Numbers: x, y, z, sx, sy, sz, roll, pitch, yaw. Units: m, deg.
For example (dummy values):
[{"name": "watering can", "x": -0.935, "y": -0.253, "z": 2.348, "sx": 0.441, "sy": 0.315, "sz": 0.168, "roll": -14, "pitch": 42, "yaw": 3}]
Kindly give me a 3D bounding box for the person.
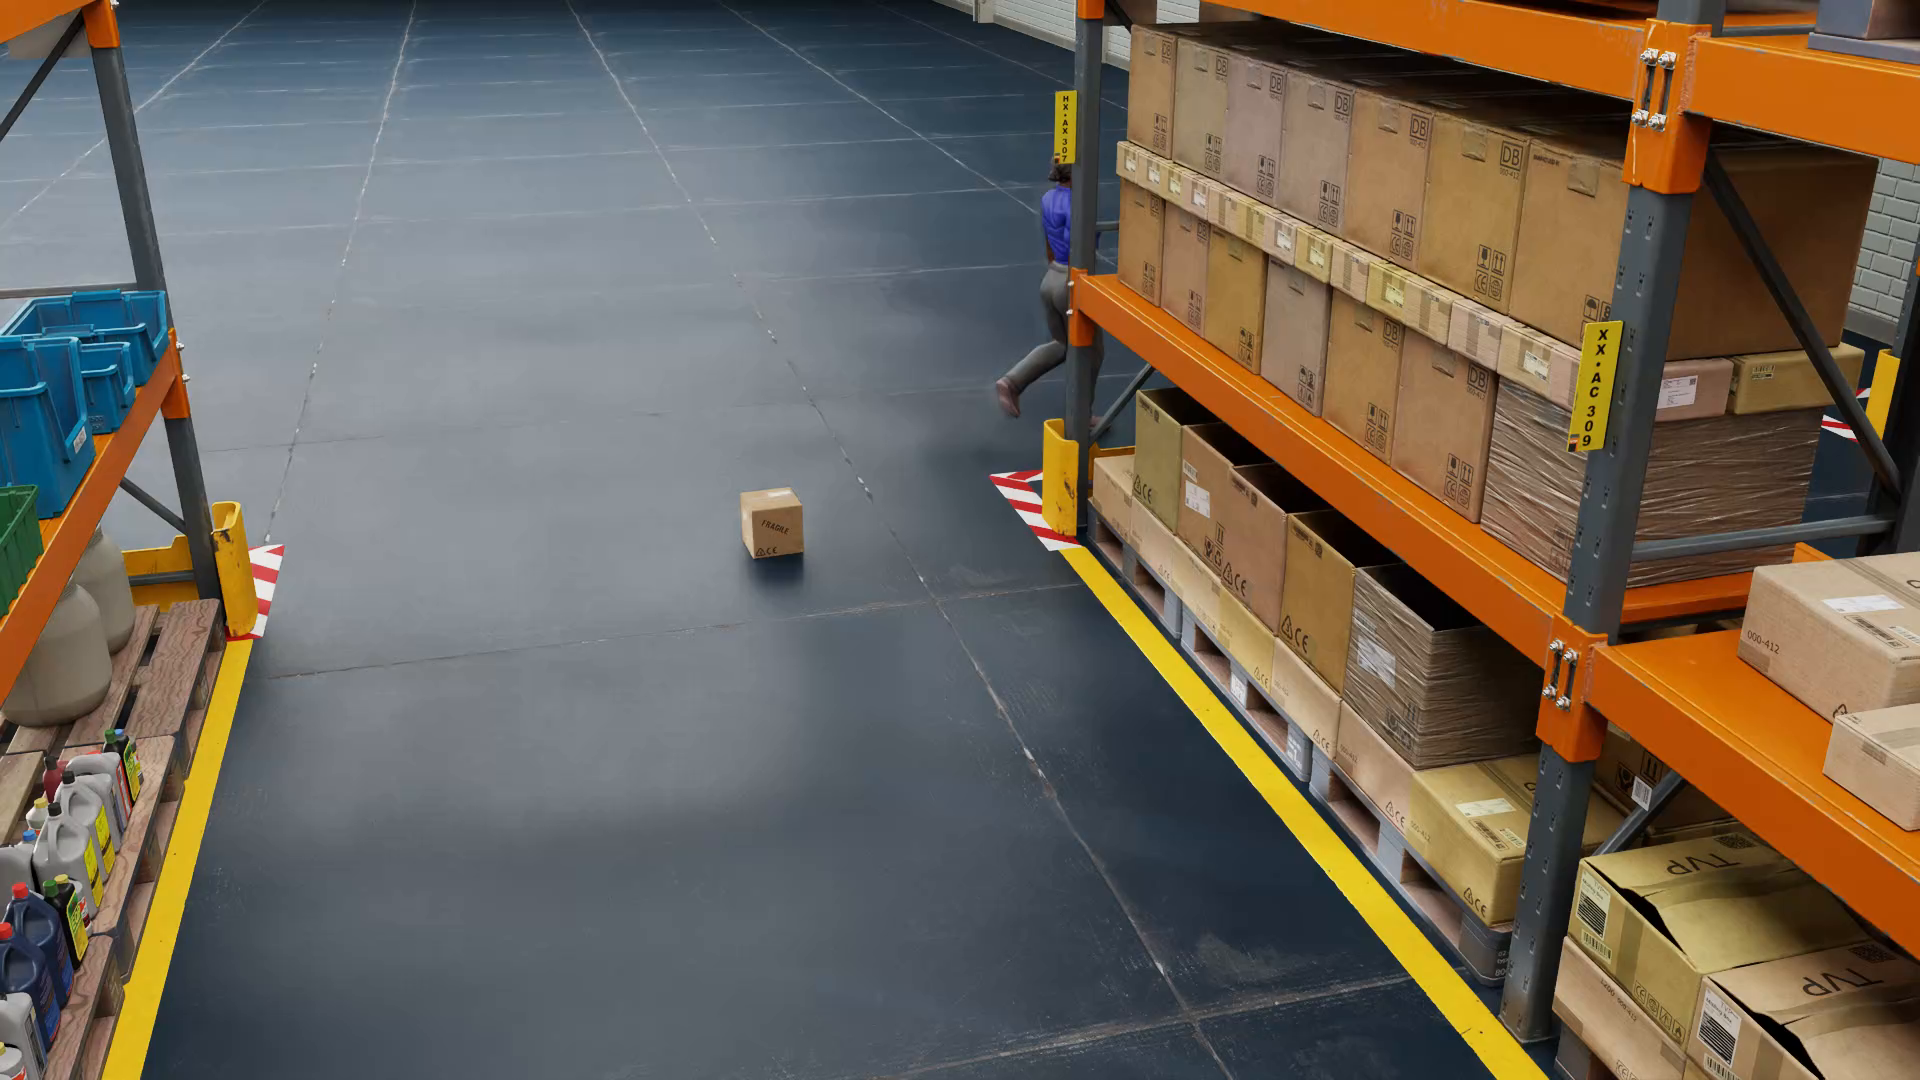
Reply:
[{"name": "person", "x": 0.561, "y": -1.379, "z": 9.316, "sx": 0.677, "sy": 1.643, "sz": 0.481, "roll": -10, "pitch": 25, "yaw": -22}]
